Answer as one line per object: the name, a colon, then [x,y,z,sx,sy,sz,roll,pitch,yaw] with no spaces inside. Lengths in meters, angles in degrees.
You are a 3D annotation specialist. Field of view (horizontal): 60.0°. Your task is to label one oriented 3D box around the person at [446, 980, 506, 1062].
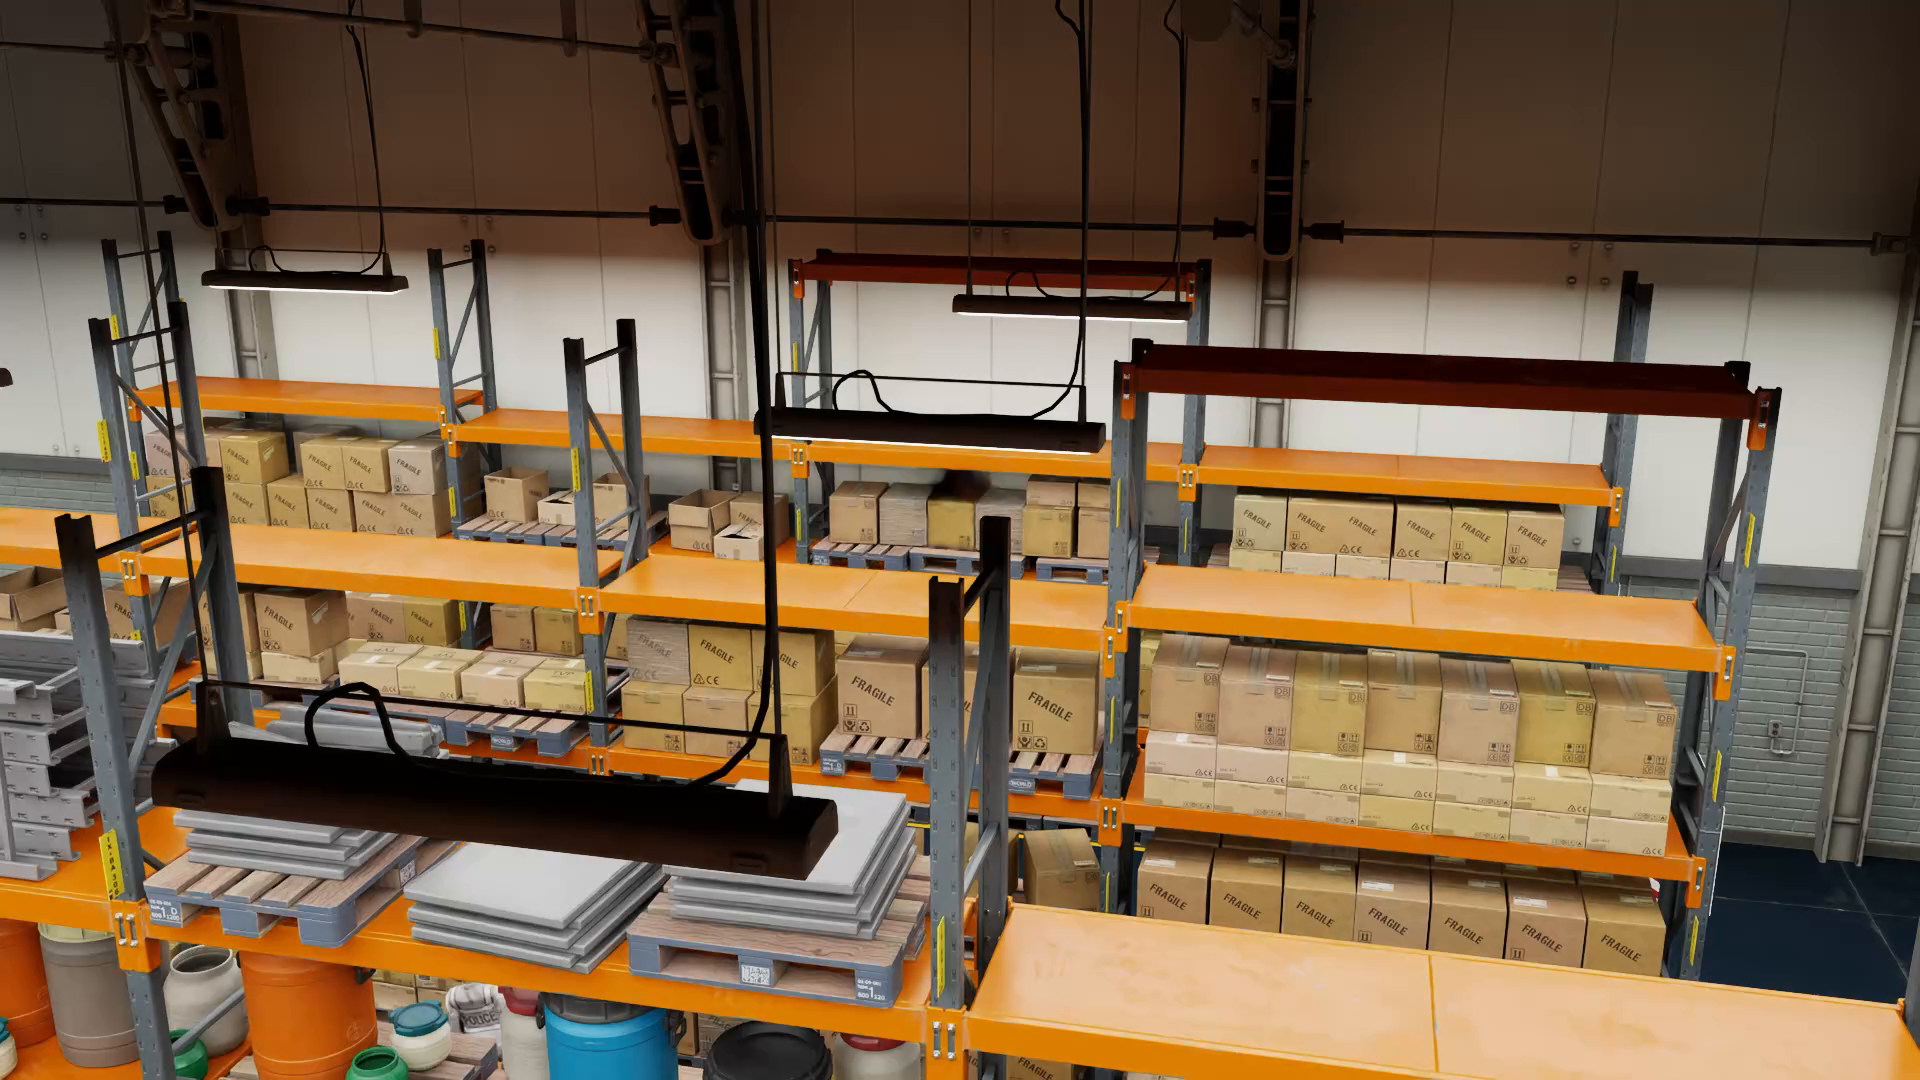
person: [-3.532,3.791,12.434,0.571,1.695,0.408,-4,17,-13]
